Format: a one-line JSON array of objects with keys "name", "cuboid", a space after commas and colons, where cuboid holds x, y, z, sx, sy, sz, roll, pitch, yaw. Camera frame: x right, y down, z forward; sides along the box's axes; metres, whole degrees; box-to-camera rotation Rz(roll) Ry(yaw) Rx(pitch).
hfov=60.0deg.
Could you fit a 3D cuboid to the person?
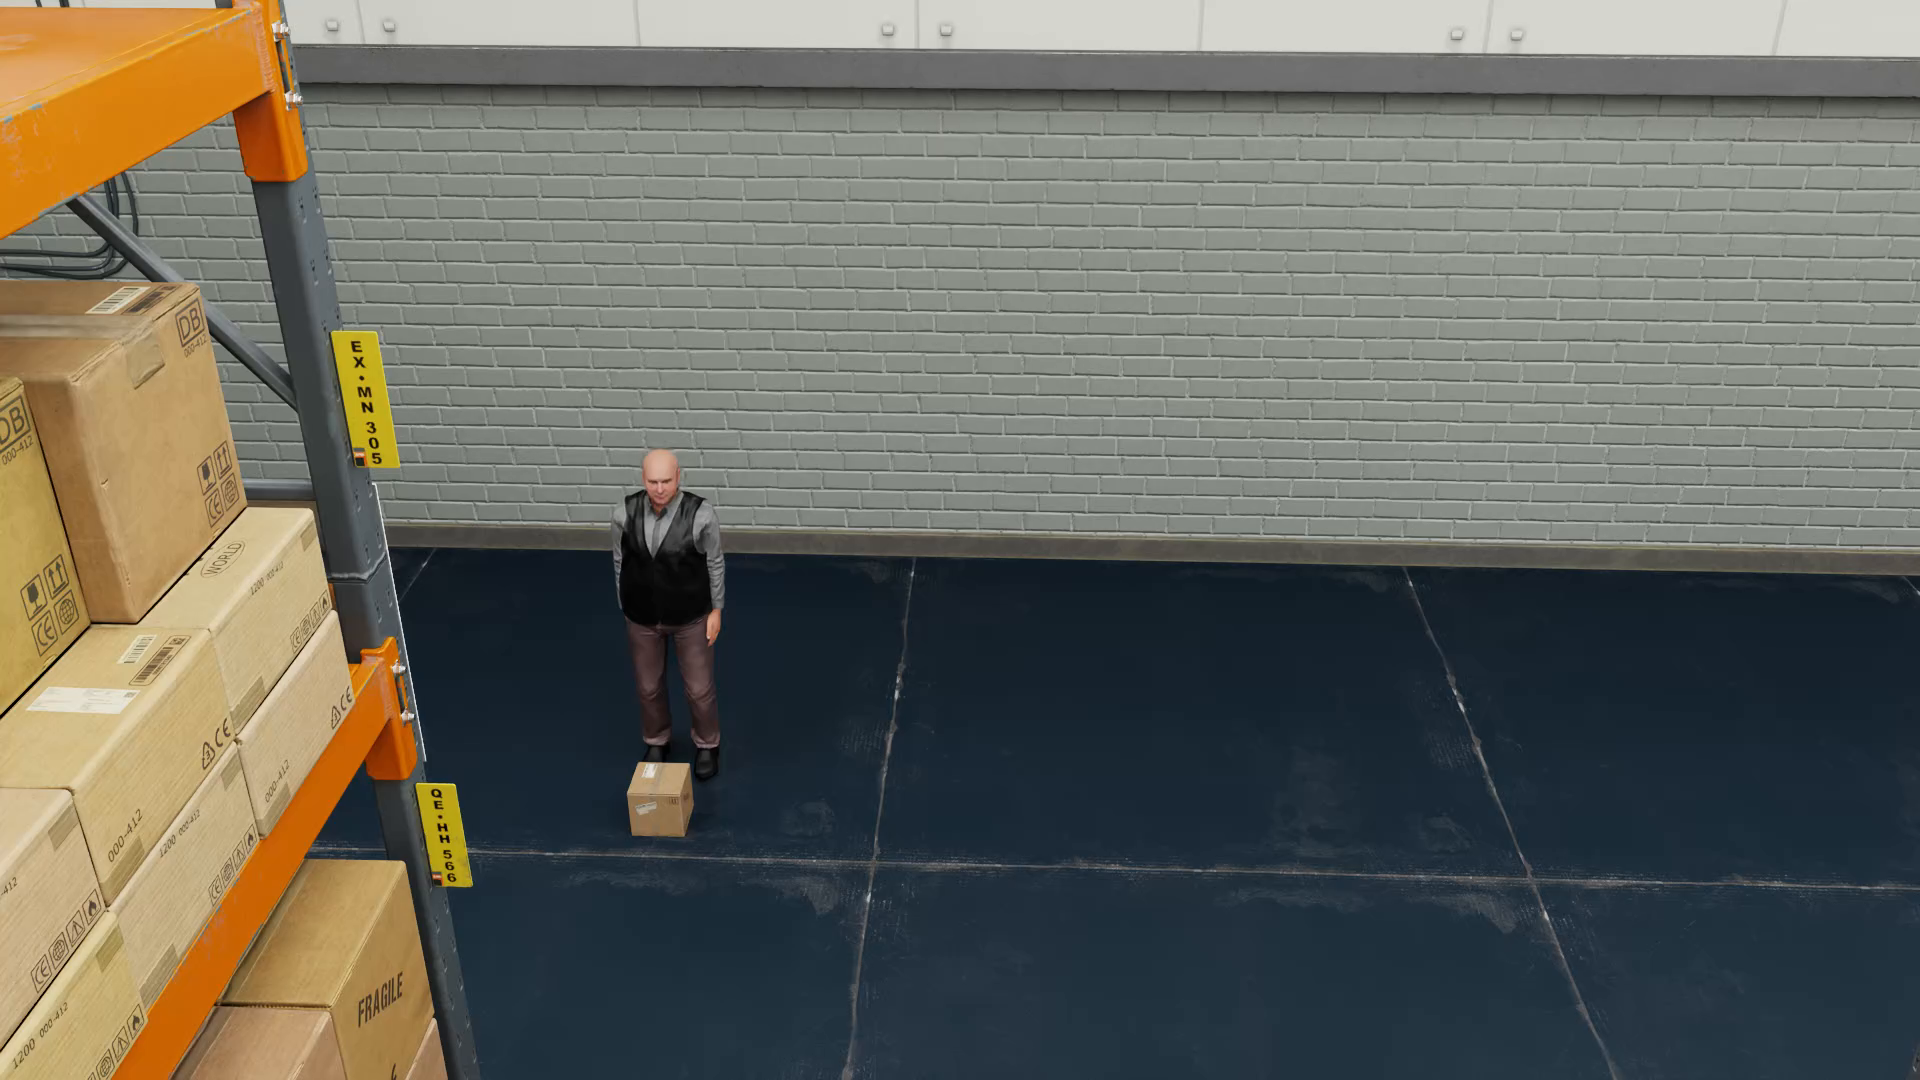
[{"name": "person", "cuboid": [-1.378, 0.360, 7.972, 0.533, 1.716, 0.359, 2, 28, 3]}]
